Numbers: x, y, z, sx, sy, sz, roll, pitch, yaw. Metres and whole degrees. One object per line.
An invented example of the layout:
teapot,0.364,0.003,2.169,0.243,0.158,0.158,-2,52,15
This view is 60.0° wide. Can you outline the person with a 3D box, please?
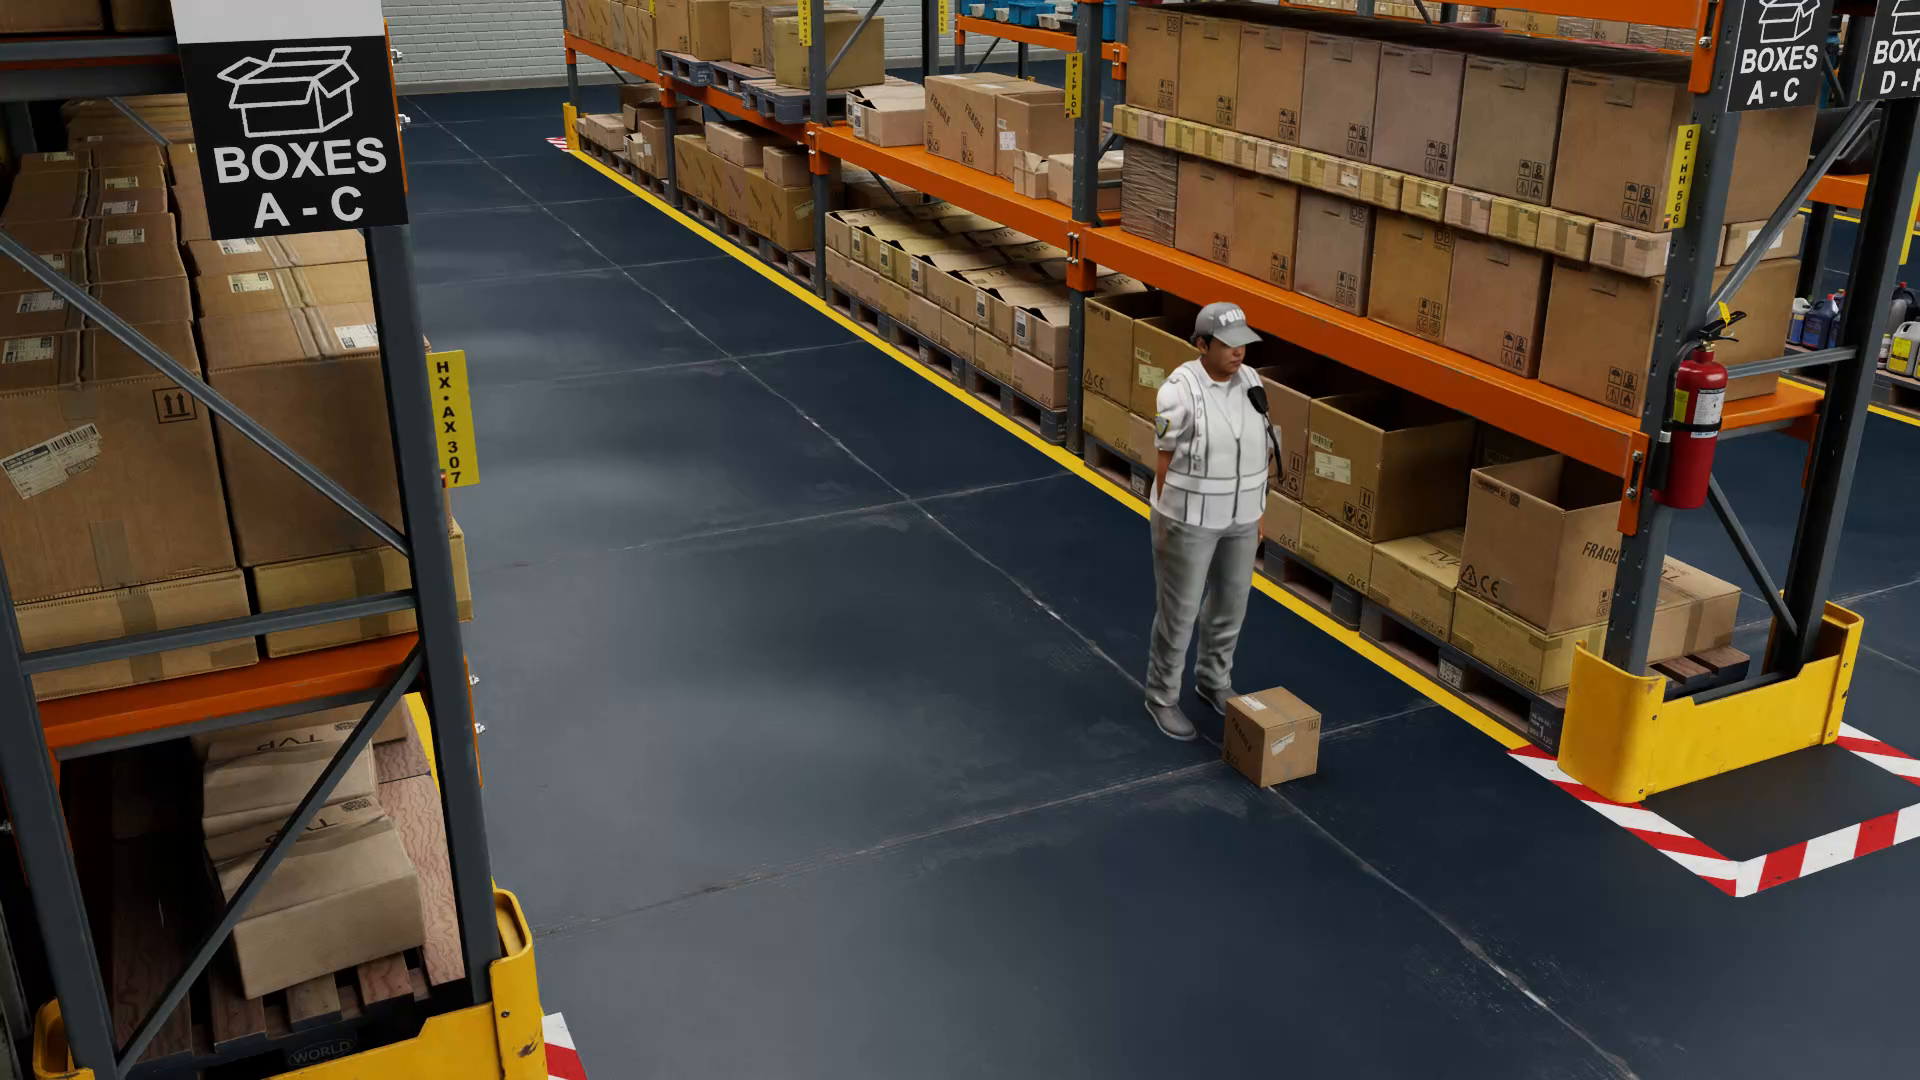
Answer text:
person,0.955,-0.077,6.291,0.469,1.671,0.392,-10,25,-24
